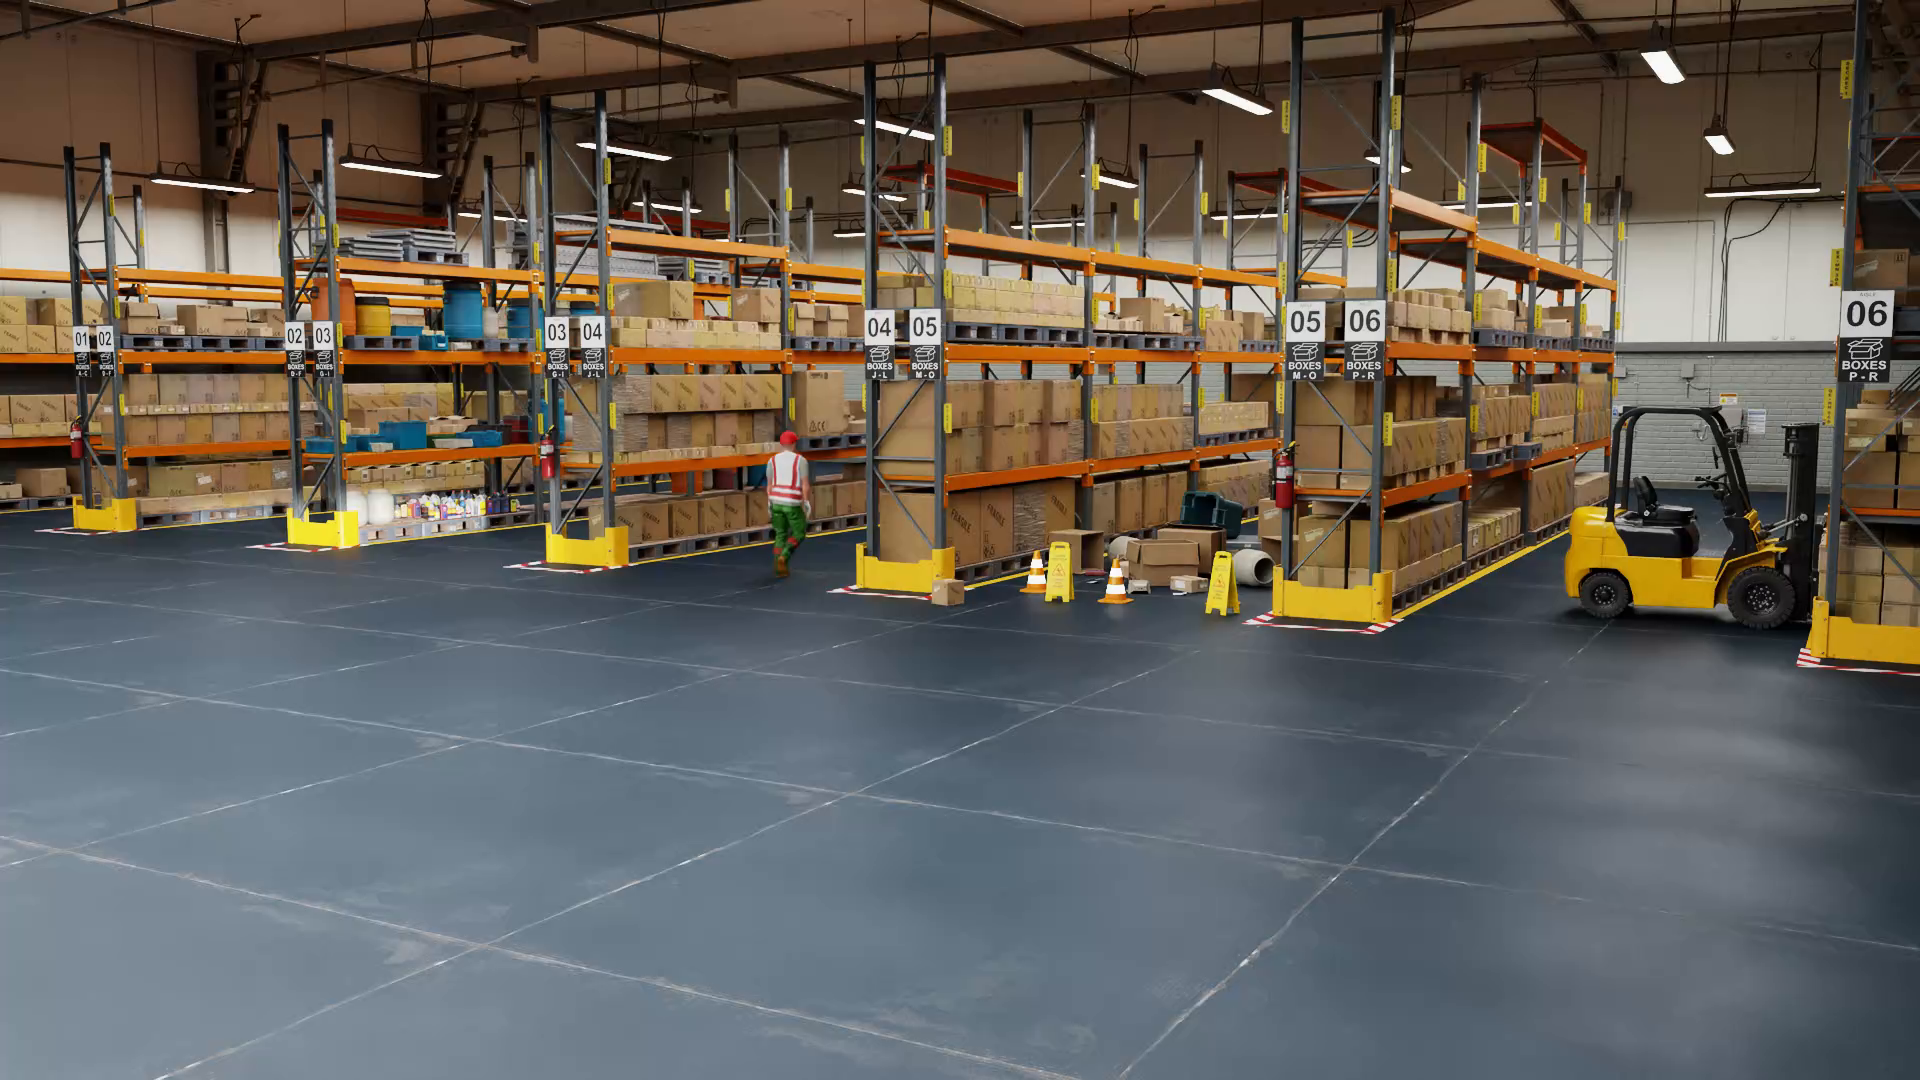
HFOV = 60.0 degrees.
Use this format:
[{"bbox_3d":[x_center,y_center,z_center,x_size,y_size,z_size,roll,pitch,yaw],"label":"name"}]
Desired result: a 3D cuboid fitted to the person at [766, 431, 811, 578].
[{"bbox_3d":[-2.086,-0.427,20.050,0.578,1.777,0.567,2,6,17],"label":"person"}]
